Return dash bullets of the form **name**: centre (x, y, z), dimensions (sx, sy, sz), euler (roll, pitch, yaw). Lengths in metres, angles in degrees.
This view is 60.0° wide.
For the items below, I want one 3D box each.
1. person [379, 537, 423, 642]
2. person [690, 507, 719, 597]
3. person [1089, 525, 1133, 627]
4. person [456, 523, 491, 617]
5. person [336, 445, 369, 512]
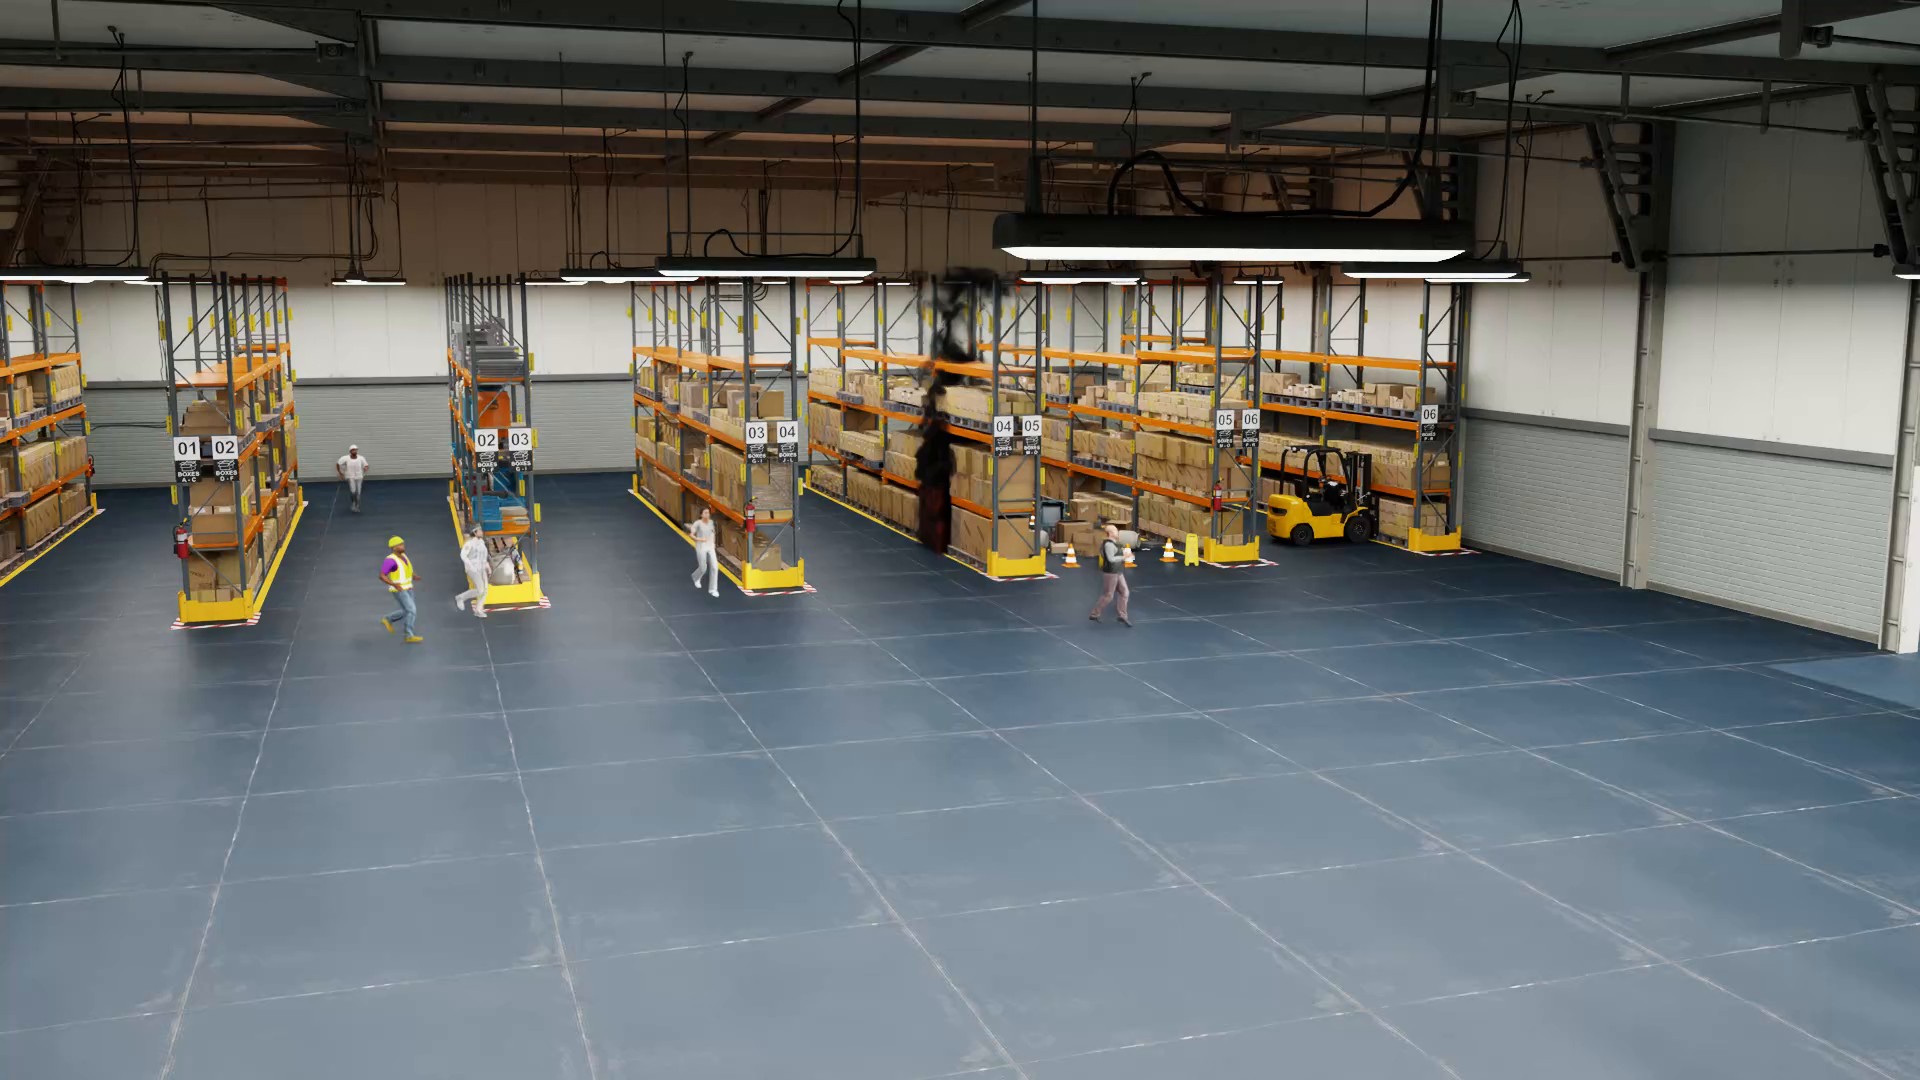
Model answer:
- **person**: centre (-9.139, 0.802, 27.079), dimensions (0.753, 1.726, 0.707), euler (1, 9, 8)
- **person**: centre (-4.825, 0.194, 31.368), dimensions (0.603, 1.671, 0.890), euler (-6, 11, -36)
- **person**: centre (2.581, 0.620, 28.249), dimensions (0.742, 1.775, 0.643), euler (2, 9, 15)
- **person**: centre (-8.513, 0.512, 29.311), dimensions (0.613, 1.624, 0.660), euler (3, 9, 17)
- **person**: centre (-15.551, -1.576, 42.727), dimensions (0.755, 1.730, 0.692), euler (-6, 11, -35)
